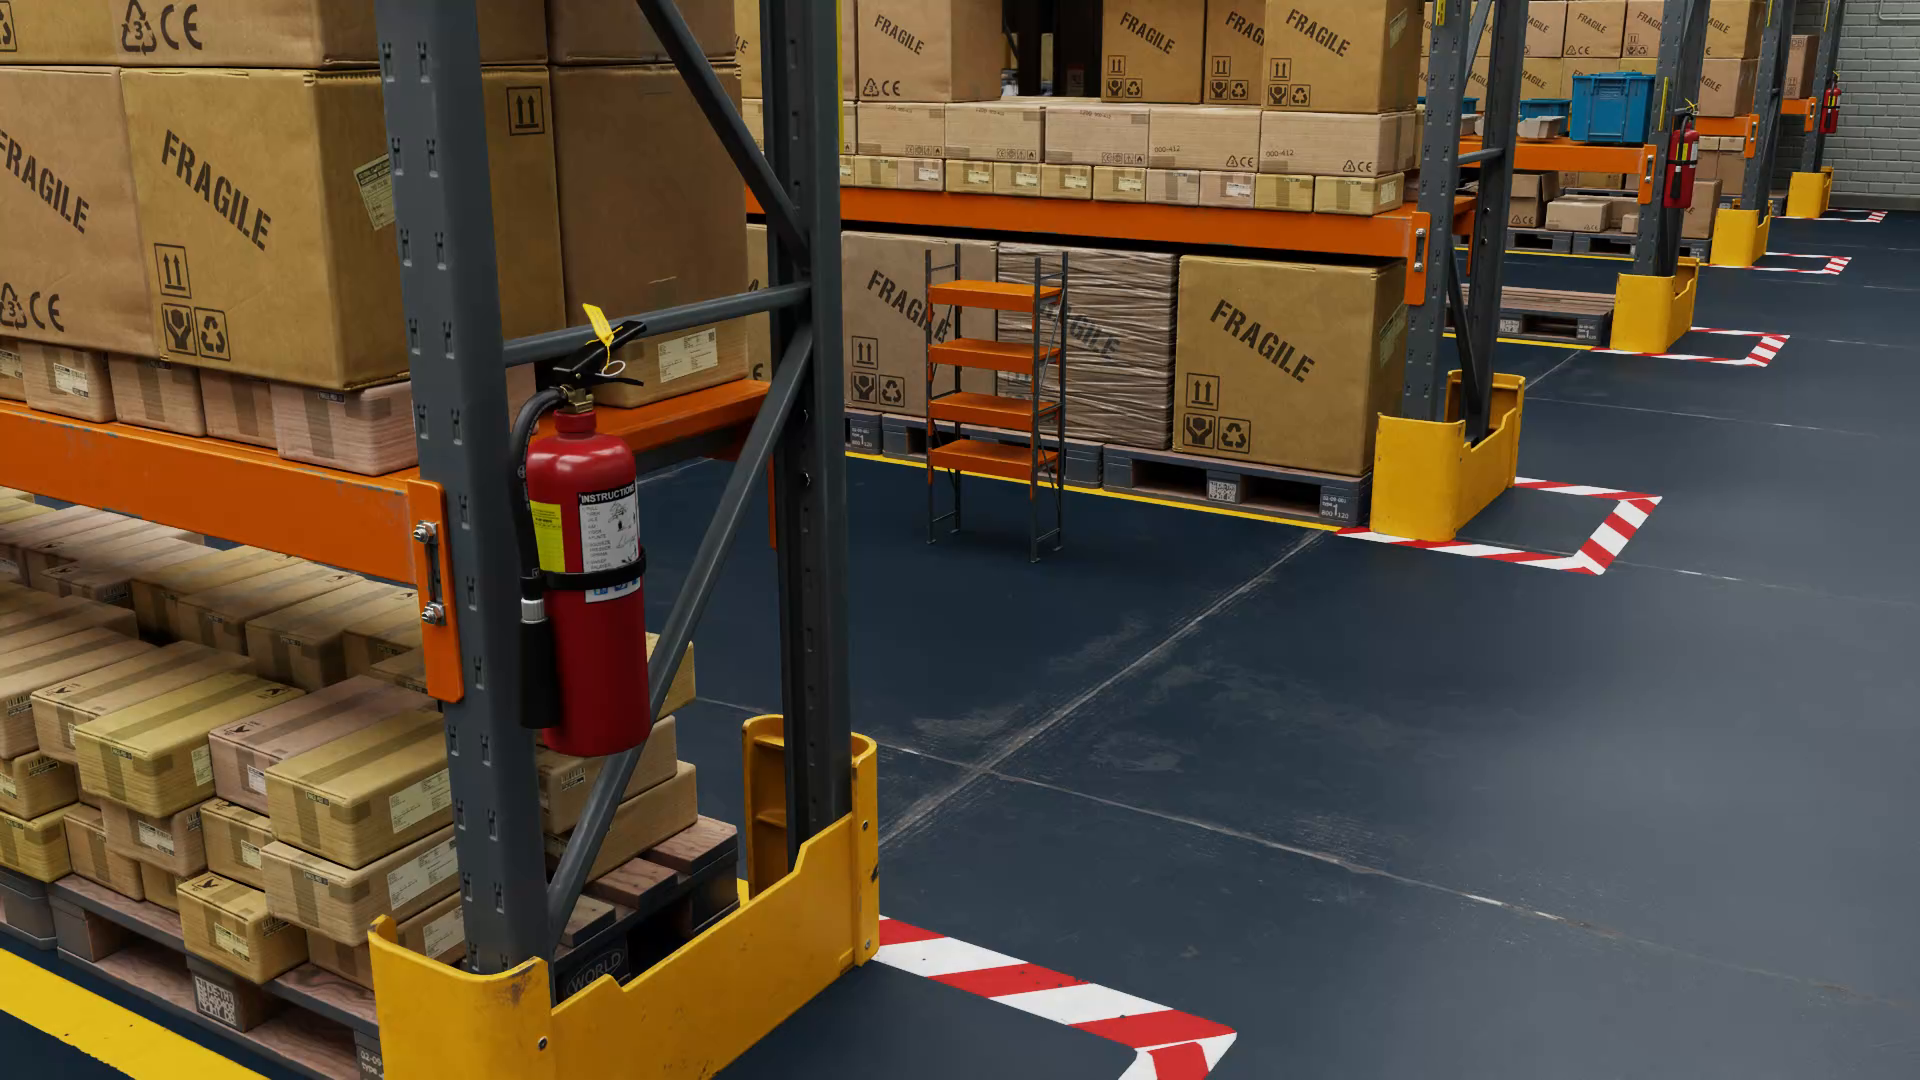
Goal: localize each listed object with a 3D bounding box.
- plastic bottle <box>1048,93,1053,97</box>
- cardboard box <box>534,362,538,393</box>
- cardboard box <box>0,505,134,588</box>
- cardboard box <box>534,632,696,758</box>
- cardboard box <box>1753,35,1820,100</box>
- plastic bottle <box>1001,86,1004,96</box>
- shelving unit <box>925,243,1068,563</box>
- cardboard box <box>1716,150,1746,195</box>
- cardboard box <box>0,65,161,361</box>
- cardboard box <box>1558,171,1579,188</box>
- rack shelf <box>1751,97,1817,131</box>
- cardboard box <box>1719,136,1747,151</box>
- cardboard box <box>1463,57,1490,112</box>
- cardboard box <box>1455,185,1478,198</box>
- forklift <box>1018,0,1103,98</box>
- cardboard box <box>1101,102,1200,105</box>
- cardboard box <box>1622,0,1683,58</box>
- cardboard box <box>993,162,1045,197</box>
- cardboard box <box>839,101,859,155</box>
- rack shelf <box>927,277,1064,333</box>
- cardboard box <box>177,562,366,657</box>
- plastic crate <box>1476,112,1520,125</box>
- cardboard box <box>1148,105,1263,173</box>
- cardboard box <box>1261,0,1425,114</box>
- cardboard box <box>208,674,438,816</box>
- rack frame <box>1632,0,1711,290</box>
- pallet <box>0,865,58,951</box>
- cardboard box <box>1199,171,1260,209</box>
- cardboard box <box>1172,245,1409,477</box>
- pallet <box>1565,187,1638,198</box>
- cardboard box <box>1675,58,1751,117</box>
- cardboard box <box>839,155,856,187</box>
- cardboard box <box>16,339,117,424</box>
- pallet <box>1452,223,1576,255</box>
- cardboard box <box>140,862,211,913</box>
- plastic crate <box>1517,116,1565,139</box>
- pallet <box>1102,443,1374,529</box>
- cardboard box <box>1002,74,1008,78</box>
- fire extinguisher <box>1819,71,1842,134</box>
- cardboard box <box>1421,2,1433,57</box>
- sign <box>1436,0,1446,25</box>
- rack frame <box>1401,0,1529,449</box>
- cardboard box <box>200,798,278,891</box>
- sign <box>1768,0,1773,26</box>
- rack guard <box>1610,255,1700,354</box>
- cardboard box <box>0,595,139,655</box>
[{"bbox_3d":[0.812,-3.588,13.746,0.135,0.276,0.152,10,20,30],"label":"plastic bottle"},{"bbox_3d":[-0.890,-0.418,3.527,0.250,0.149,0.380,11,20,32],"label":"cardboard box"},{"bbox_3d":[-2.602,0.023,4.803,0.250,0.149,0.380,9,19,27],"label":"cardboard box"},{"bbox_3d":[-0.816,0.336,3.774,0.250,0.149,0.380,9,19,28],"label":"cardboard box"},{"bbox_3d":[9.472,-5.491,19.281,0.700,0.700,0.980,11,20,33],"label":"cardboard box"},{"bbox_3d":[0.282,-3.526,13.413,0.185,0.351,0.144,10,20,30],"label":"plastic bottle"},{"bbox_3d":[0.141,-0.549,6.624,0.503,1.200,0.258,10,20,30],"label":"shelving unit"},{"bbox_3d":[9.263,-4.359,19.648,0.500,0.500,0.700,10,20,30],"label":"cardboard box"},{"bbox_3d":[-1.501,-0.653,3.187,0.500,0.500,0.500,10,19,29],"label":"cardboard box"},{"bbox_3d":[7.513,-4.669,20.670,0.500,0.500,0.700,10,20,30],"label":"cardboard box"},{"bbox_3d":[8.208,-5.232,20.183,4.000,0.370,1.077,10,20,30],"label":"rack shelf"},{"bbox_3d":[9.058,-4.644,19.470,0.250,0.149,0.380,10,19,29],"label":"cardboard box"},{"bbox_3d":[5.069,-4.402,16.041,0.500,0.500,0.500,10,20,30],"label":"cardboard box"},{"bbox_3d":[5.187,-3.447,16.937,0.500,0.311,0.500,10,20,30],"label":"cardboard box"},{"bbox_3d":[0.439,-2.441,9.876,3.031,2.935,1.130,10,20,31],"label":"forklift"},{"bbox_3d":[0.995,-1.957,7.910,0.500,0.250,0.500,9,19,28],"label":"cardboard box"},{"bbox_3d":[6.368,-4.647,15.127,0.500,0.500,0.500,11,20,32],"label":"cardboard box"},{"bbox_3d":[0.357,-1.677,7.673,0.250,0.149,0.380,11,20,31],"label":"cardboard box"},{"bbox_3d":[-0.589,-2.058,8.241,0.500,0.250,0.500,10,20,30],"label":"cardboard box"},{"bbox_3d":[0.141,-0.925,6.510,0.480,0.148,0.258,10,20,30],"label":"rack shelf"},{"bbox_3d":[-1.747,0.192,4.248,0.250,0.149,0.380,11,20,32],"label":"cardboard box"},{"bbox_3d":[3.881,-3.013,11.989,0.298,0.136,0.250,10,20,30],"label":"plastic crate"},{"bbox_3d":[1.151,-1.748,7.221,0.500,0.250,0.500,10,19,29],"label":"cardboard box"},{"bbox_3d":[1.582,-2.030,6.860,0.500,0.500,0.500,10,20,31],"label":"cardboard box"},{"bbox_3d":[-1.315,0.429,3.466,0.250,0.149,0.380,11,20,31],"label":"cardboard box"},{"bbox_3d":[4.727,-2.819,10.999,0.127,3.000,1.000,10,20,30],"label":"rack frame"},{"bbox_3d":[-2.321,0.626,4.458,1.213,0.211,1.003,10,20,30],"label":"pallet"},{"bbox_3d":[1.222,-1.522,7.164,0.250,0.149,0.380,10,20,30],"label":"cardboard box"},{"bbox_3d":[1.548,-0.854,7.464,0.875,0.875,0.875,10,20,30],"label":"cardboard box"},{"bbox_3d":[8.154,-4.226,20.431,1.213,0.211,1.003,10,20,30],"label":"pallet"},{"bbox_3d":[6.798,-4.093,15.024,0.500,0.500,0.500,11,20,32],"label":"cardboard box"},{"bbox_3d":[-0.522,-1.833,8.188,0.250,0.149,0.380,10,19,29],"label":"cardboard box"},{"bbox_3d":[-1.616,-0.353,3.314,0.250,0.149,0.380,11,20,32],"label":"cardboard box"},{"bbox_3d":[5.542,-3.029,16.490,1.213,0.211,1.003,10,20,30],"label":"pallet"},{"bbox_3d":[-1.557,0.680,3.663,0.250,0.149,0.380,10,20,30],"label":"cardboard box"},{"bbox_3d":[3.937,-2.800,11.290,0.243,0.136,0.396,10,20,30],"label":"plastic crate"},{"bbox_3d":[1.413,-0.360,7.703,1.213,0.211,1.003,10,20,30],"label":"pallet"},{"bbox_3d":[0.218,-5.285,19.273,0.500,0.311,0.500,12,20,33],"label":"cardboard box"},{"bbox_3d":[9.799,-4.920,18.691,0.183,0.674,0.296,10,20,30],"label":"fire extinguisher"},{"bbox_3d":[4.608,-4.960,16.156,0.500,0.500,0.500,9,19,28],"label":"cardboard box"},{"bbox_3d":[1.839,-2.127,6.323,0.005,0.325,0.100,10,20,30],"label":"sign"},{"bbox_3d":[2.135,-1.592,6.961,0.127,3.000,1.000,10,20,30],"label":"rack frame"},{"bbox_3d":[-1.341,0.579,3.484,0.250,0.149,0.380,10,19,29],"label":"cardboard box"},{"bbox_3d":[7.015,-4.616,14.380,0.005,0.325,0.100,10,20,30],"label":"sign"},{"bbox_3d":[4.754,-1.622,11.361,0.348,0.500,1.175,10,20,30],"label":"rack guard"},{"bbox_3d":[-2.214,0.272,3.985,0.250,0.149,0.380,9,19,28],"label":"cardboard box"}]
